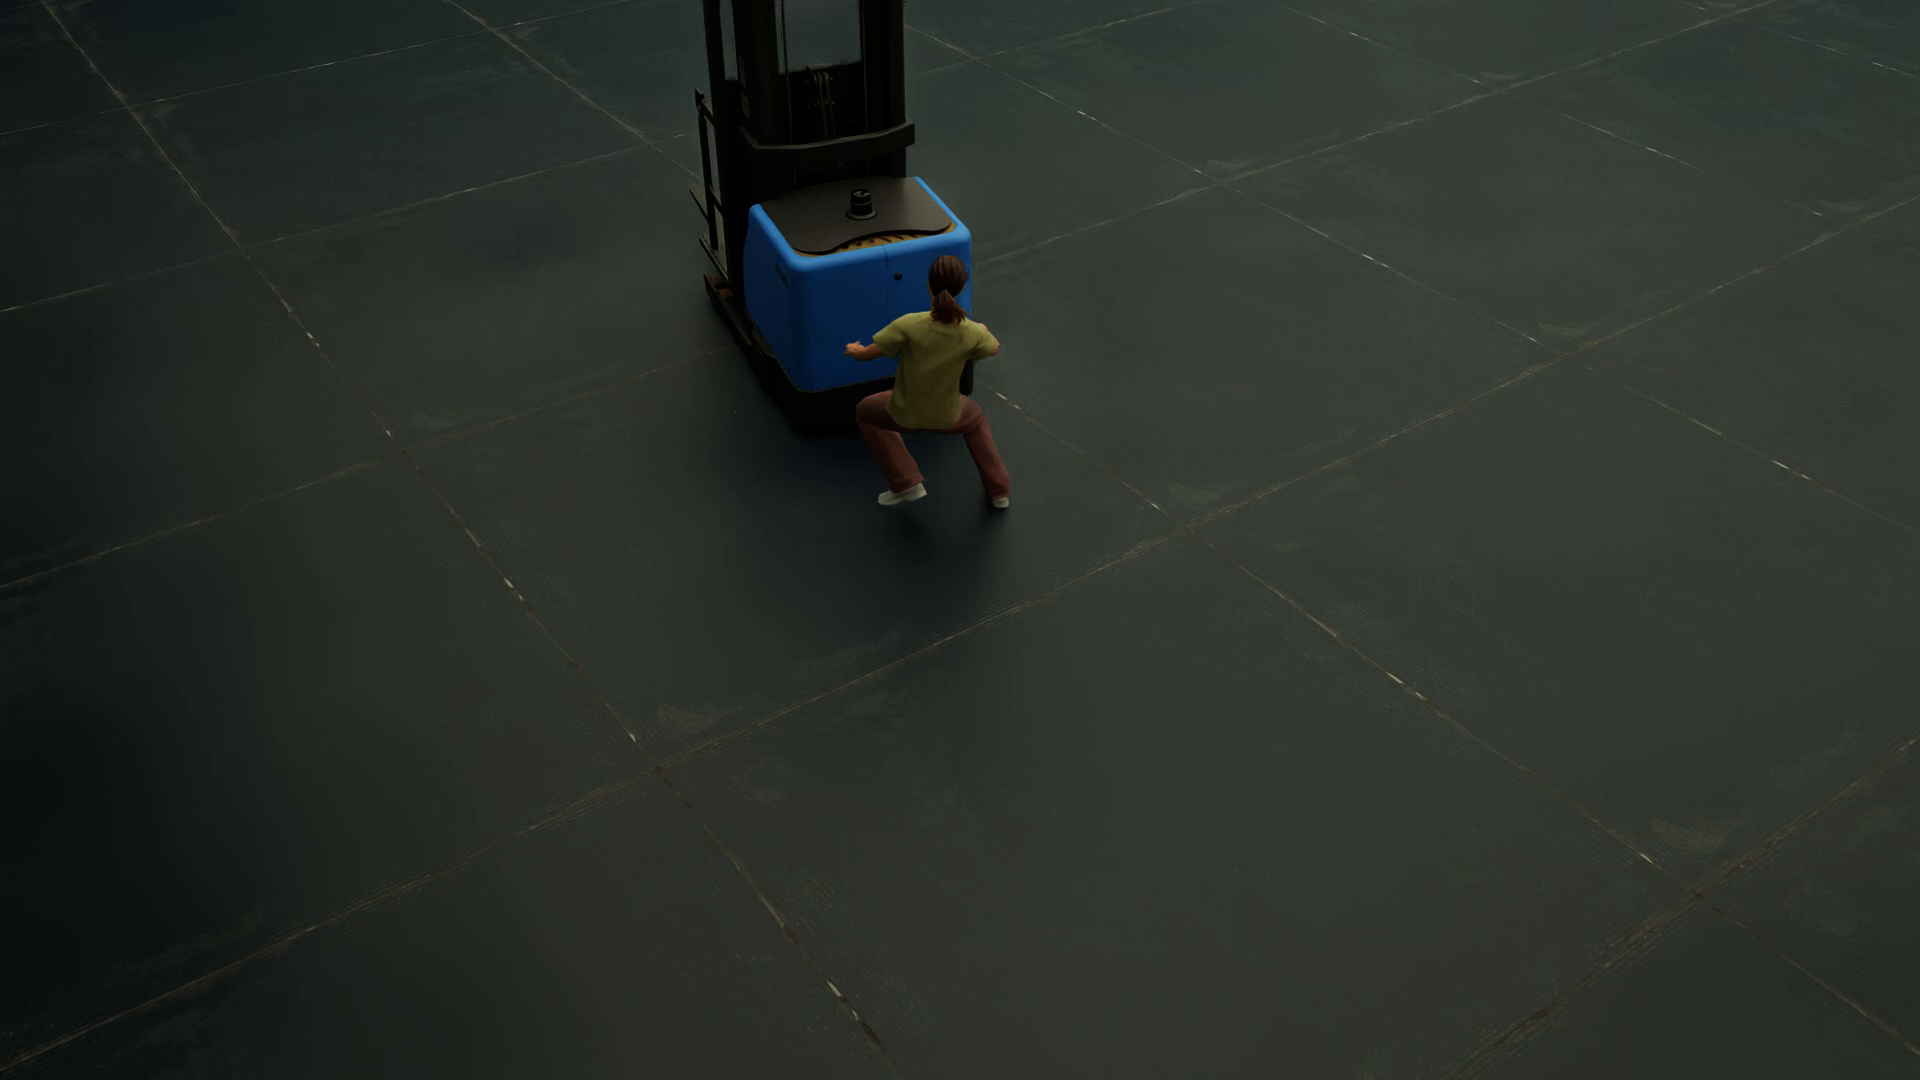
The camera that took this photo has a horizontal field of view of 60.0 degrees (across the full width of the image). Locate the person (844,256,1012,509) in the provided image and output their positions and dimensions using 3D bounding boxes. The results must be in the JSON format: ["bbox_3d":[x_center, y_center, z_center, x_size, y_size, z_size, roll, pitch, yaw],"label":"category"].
[{"bbox_3d":[-0.142,-0.769,8.190,0.835,1.495,0.674,-5,37,-7],"label":"person"}]

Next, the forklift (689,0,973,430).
[{"bbox_3d":[-0.953,-2.654,9.534,1.130,2.935,3.031,-14,39,-18],"label":"forklift"}]
